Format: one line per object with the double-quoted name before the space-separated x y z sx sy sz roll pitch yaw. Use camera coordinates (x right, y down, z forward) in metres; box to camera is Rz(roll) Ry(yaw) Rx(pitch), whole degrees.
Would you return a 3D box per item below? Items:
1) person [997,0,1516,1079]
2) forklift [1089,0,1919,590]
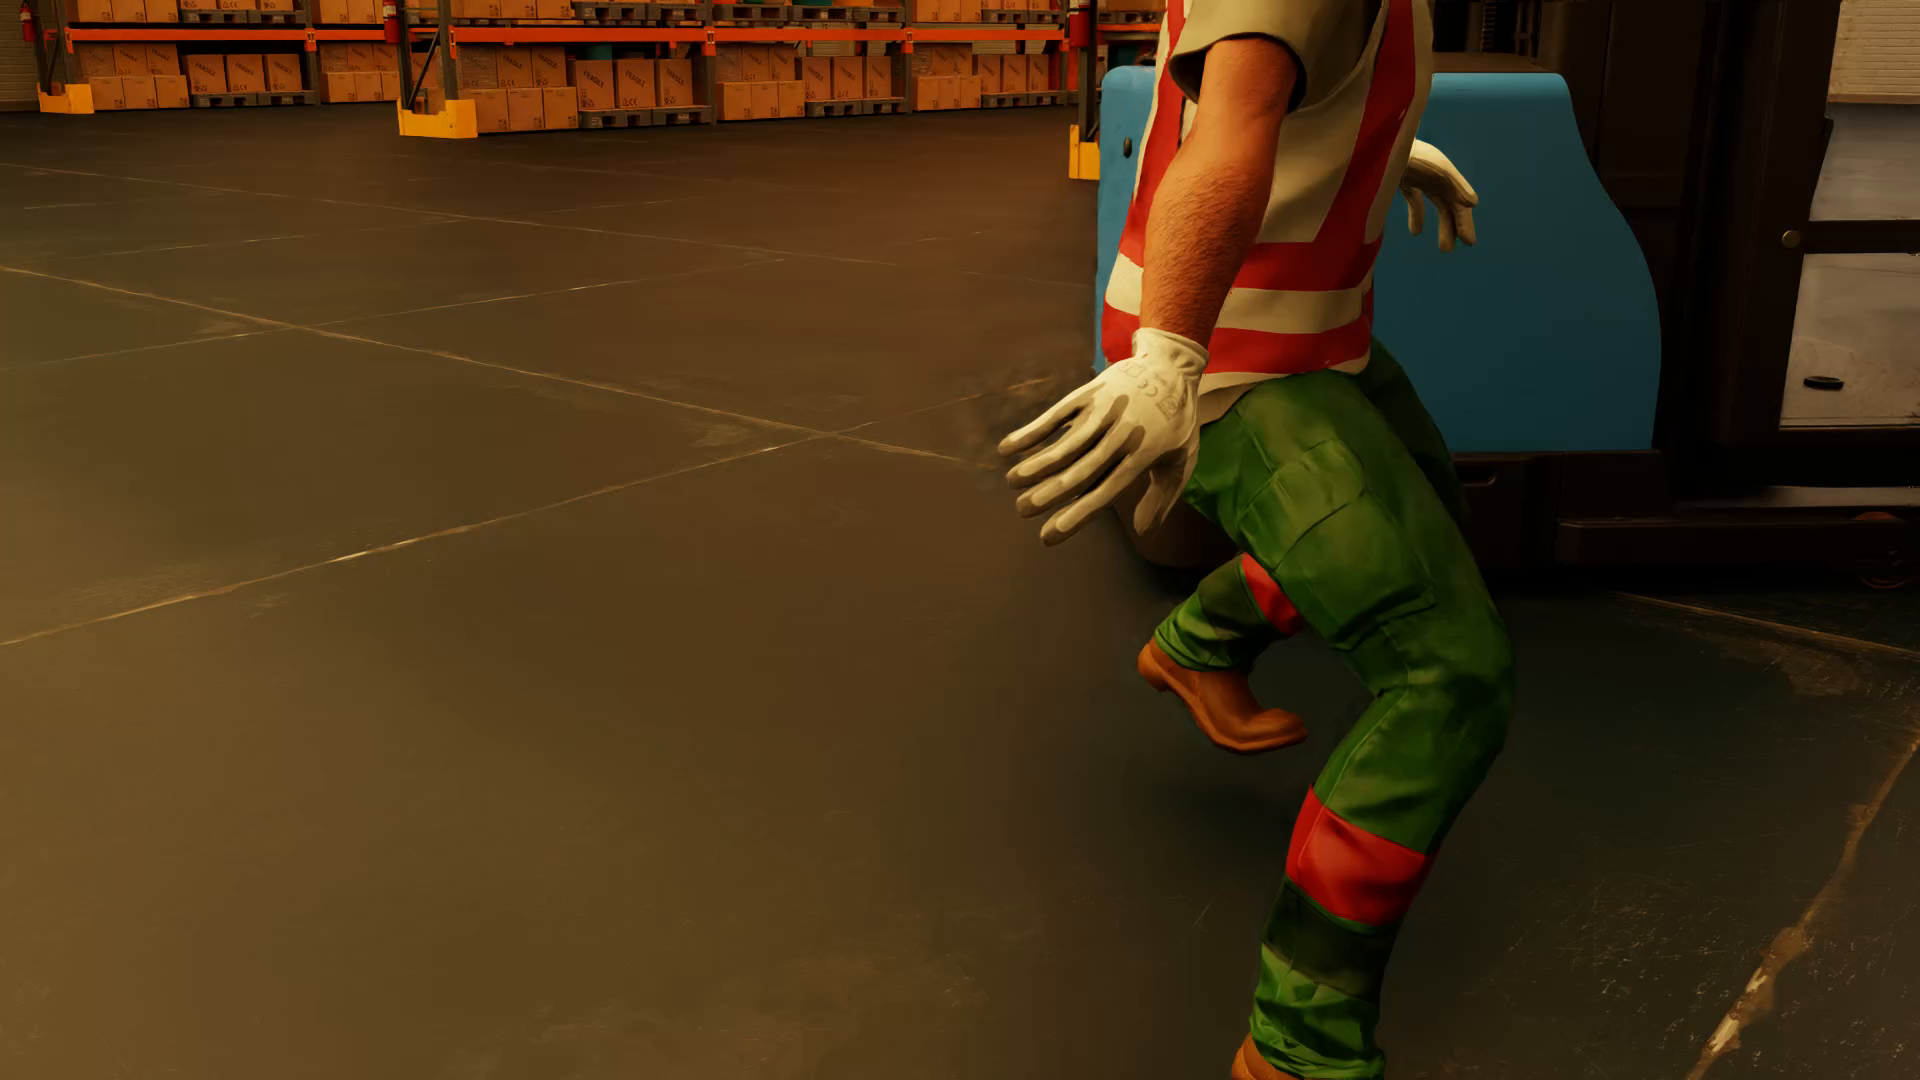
"person" 0.384 -0.192 1.911 0.527 1.674 1.205 5 18 15
"forklift" 1.874 -1.449 3.669 3.031 2.935 1.130 -1 17 -3
